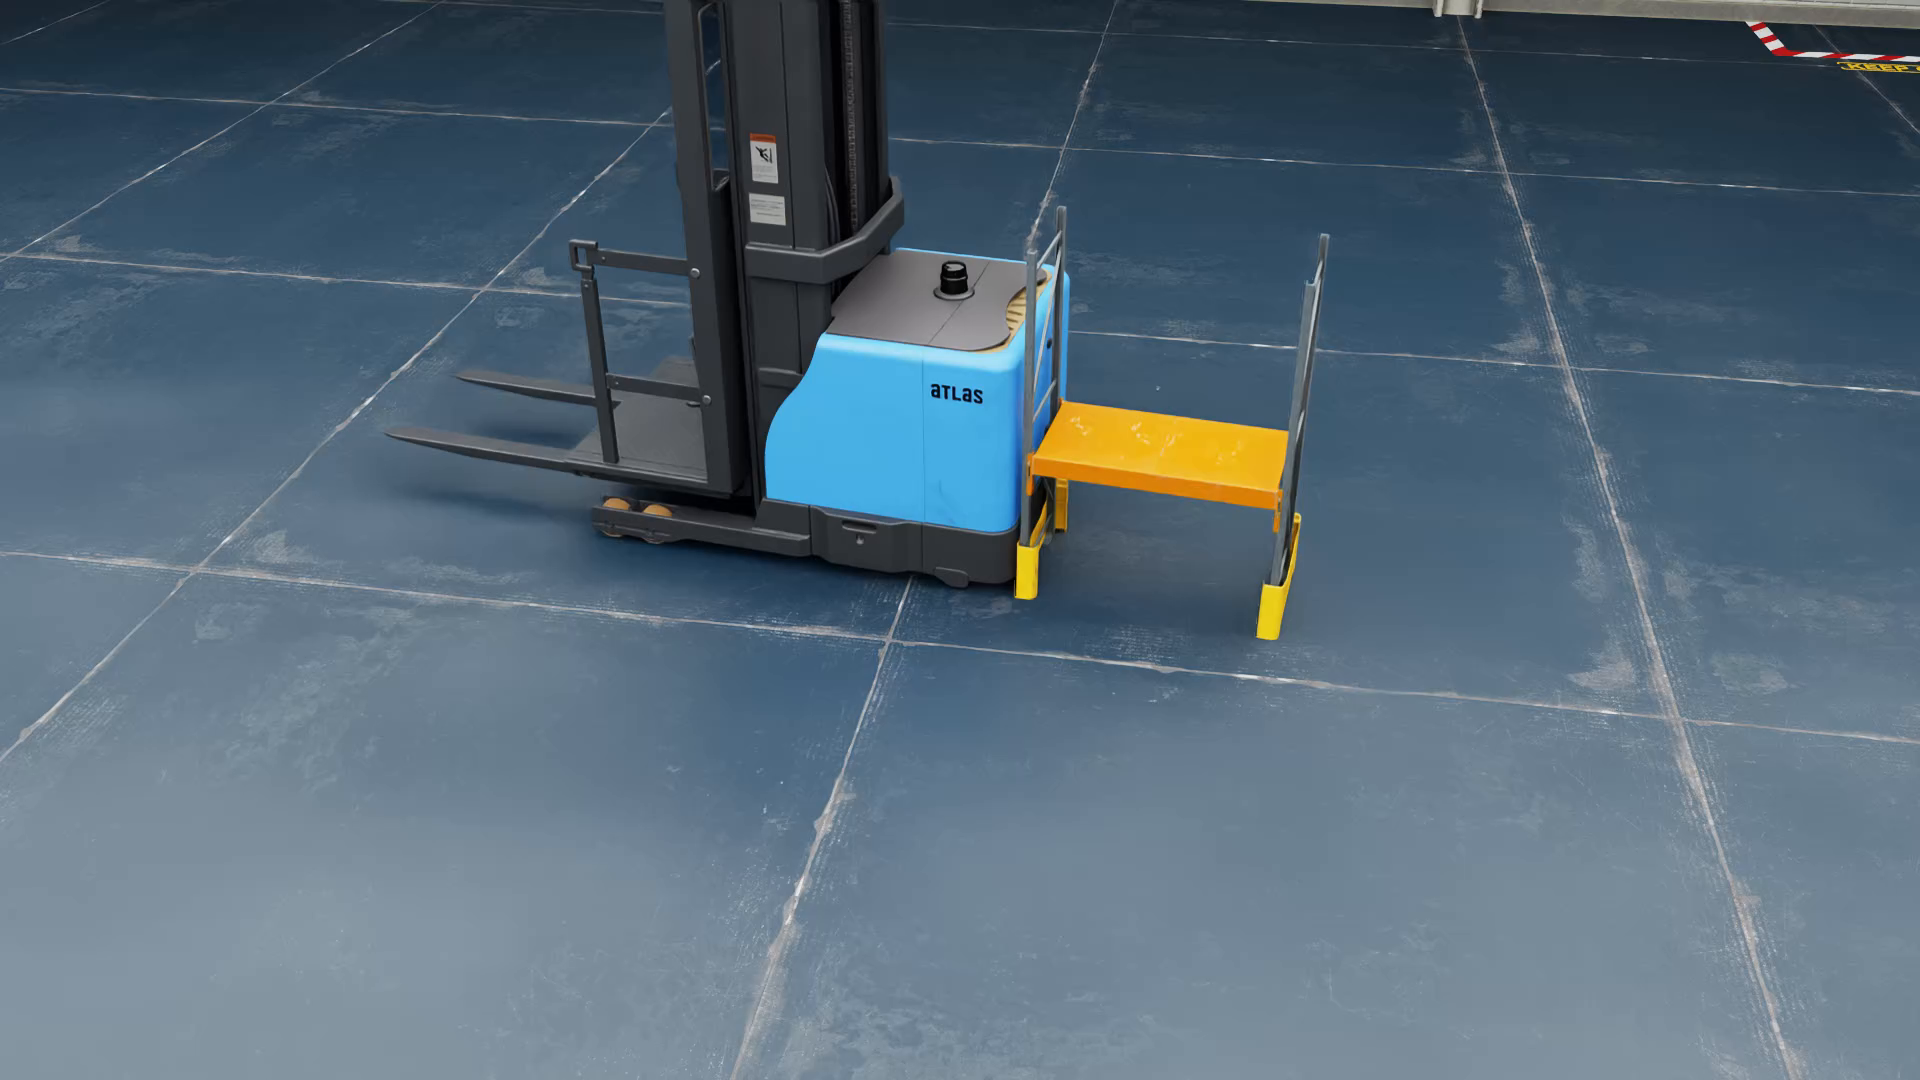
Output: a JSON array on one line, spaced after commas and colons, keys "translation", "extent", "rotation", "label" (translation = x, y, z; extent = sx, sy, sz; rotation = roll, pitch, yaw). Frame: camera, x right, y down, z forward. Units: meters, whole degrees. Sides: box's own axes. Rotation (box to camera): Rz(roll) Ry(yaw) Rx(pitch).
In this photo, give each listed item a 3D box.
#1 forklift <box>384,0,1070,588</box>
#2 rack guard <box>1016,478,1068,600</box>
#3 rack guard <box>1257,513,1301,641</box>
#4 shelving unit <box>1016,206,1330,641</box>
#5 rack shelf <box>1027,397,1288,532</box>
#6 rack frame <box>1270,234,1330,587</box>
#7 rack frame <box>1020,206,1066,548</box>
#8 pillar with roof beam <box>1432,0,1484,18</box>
[{"translation": [-1.094, -1.483, 6.857], "extent": [3.031, 2.935, 1.130], "rotation": [9, 33, 14], "label": "forklift"}, {"translation": [0.350, -0.011, 7.031], "extent": [0.087, 0.250, 0.587], "rotation": [9, 33, 14], "label": "rack guard"}, {"translation": [1.304, 0.141, 6.790], "extent": [0.087, 0.250, 0.587], "rotation": [9, 33, 14], "label": "rack guard"}, {"translation": [0.827, -0.465, 6.579], "extent": [1.083, 1.500, 0.587], "rotation": [9, 33, 14], "label": "shelving unit"}, {"translation": [0.818, -0.314, 6.677], "extent": [1.000, 0.185, 0.538], "rotation": [9, 33, 14], "label": "rack shelf"}, {"translation": [1.305, -0.389, 6.458], "extent": [0.032, 1.500, 0.500], "rotation": [9, 33, 14], "label": "rack frame"}, {"translation": [0.331, -0.543, 6.705], "extent": [0.032, 1.500, 0.500], "rotation": [9, 33, 14], "label": "rack frame"}, {"translation": [3.663, -6.223, 8.710], "extent": [0.400, 9.000, 9.100], "rotation": [5, 32, 8], "label": "pillar with roof beam"}]
